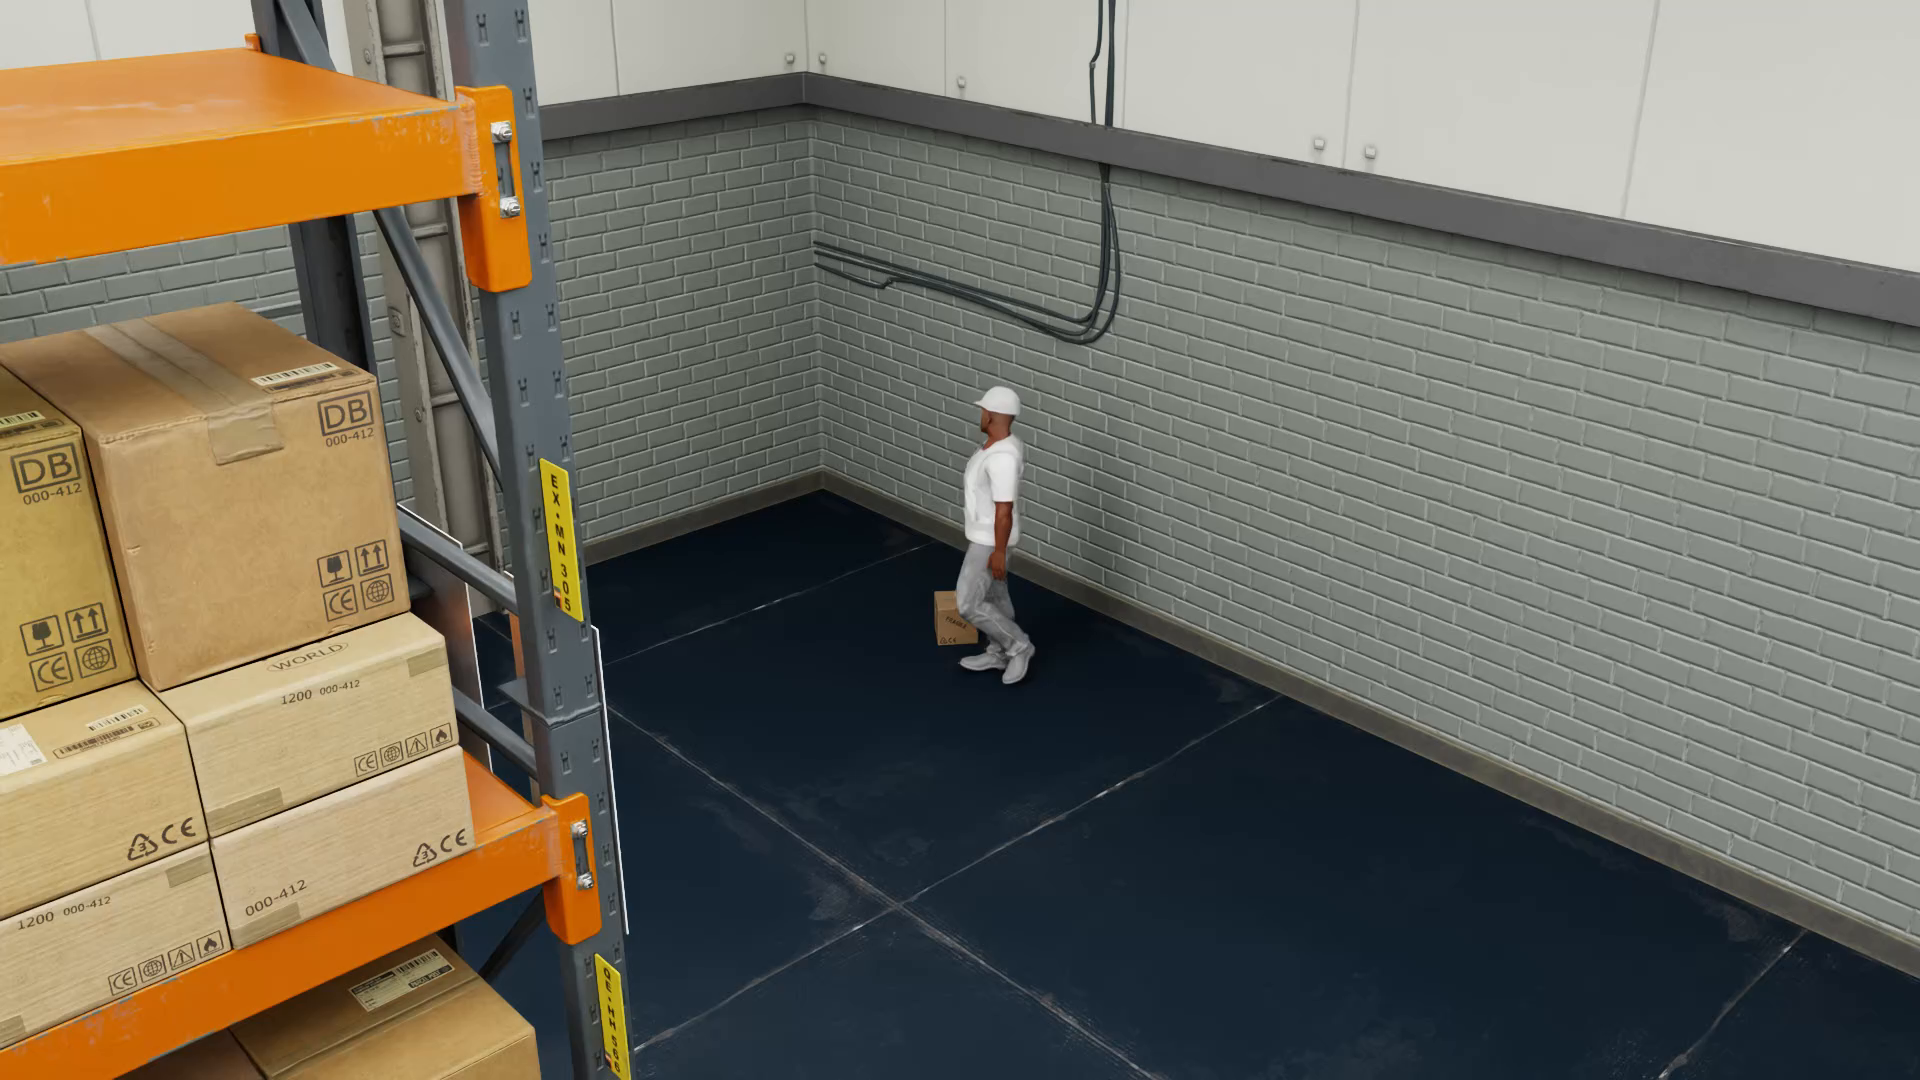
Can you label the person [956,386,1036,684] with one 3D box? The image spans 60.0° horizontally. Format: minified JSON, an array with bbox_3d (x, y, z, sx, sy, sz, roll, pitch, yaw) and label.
[{"bbox_3d":[0.221,-0.018,9.585,0.465,1.760,0.595,1,24,3],"label":"person"}]
